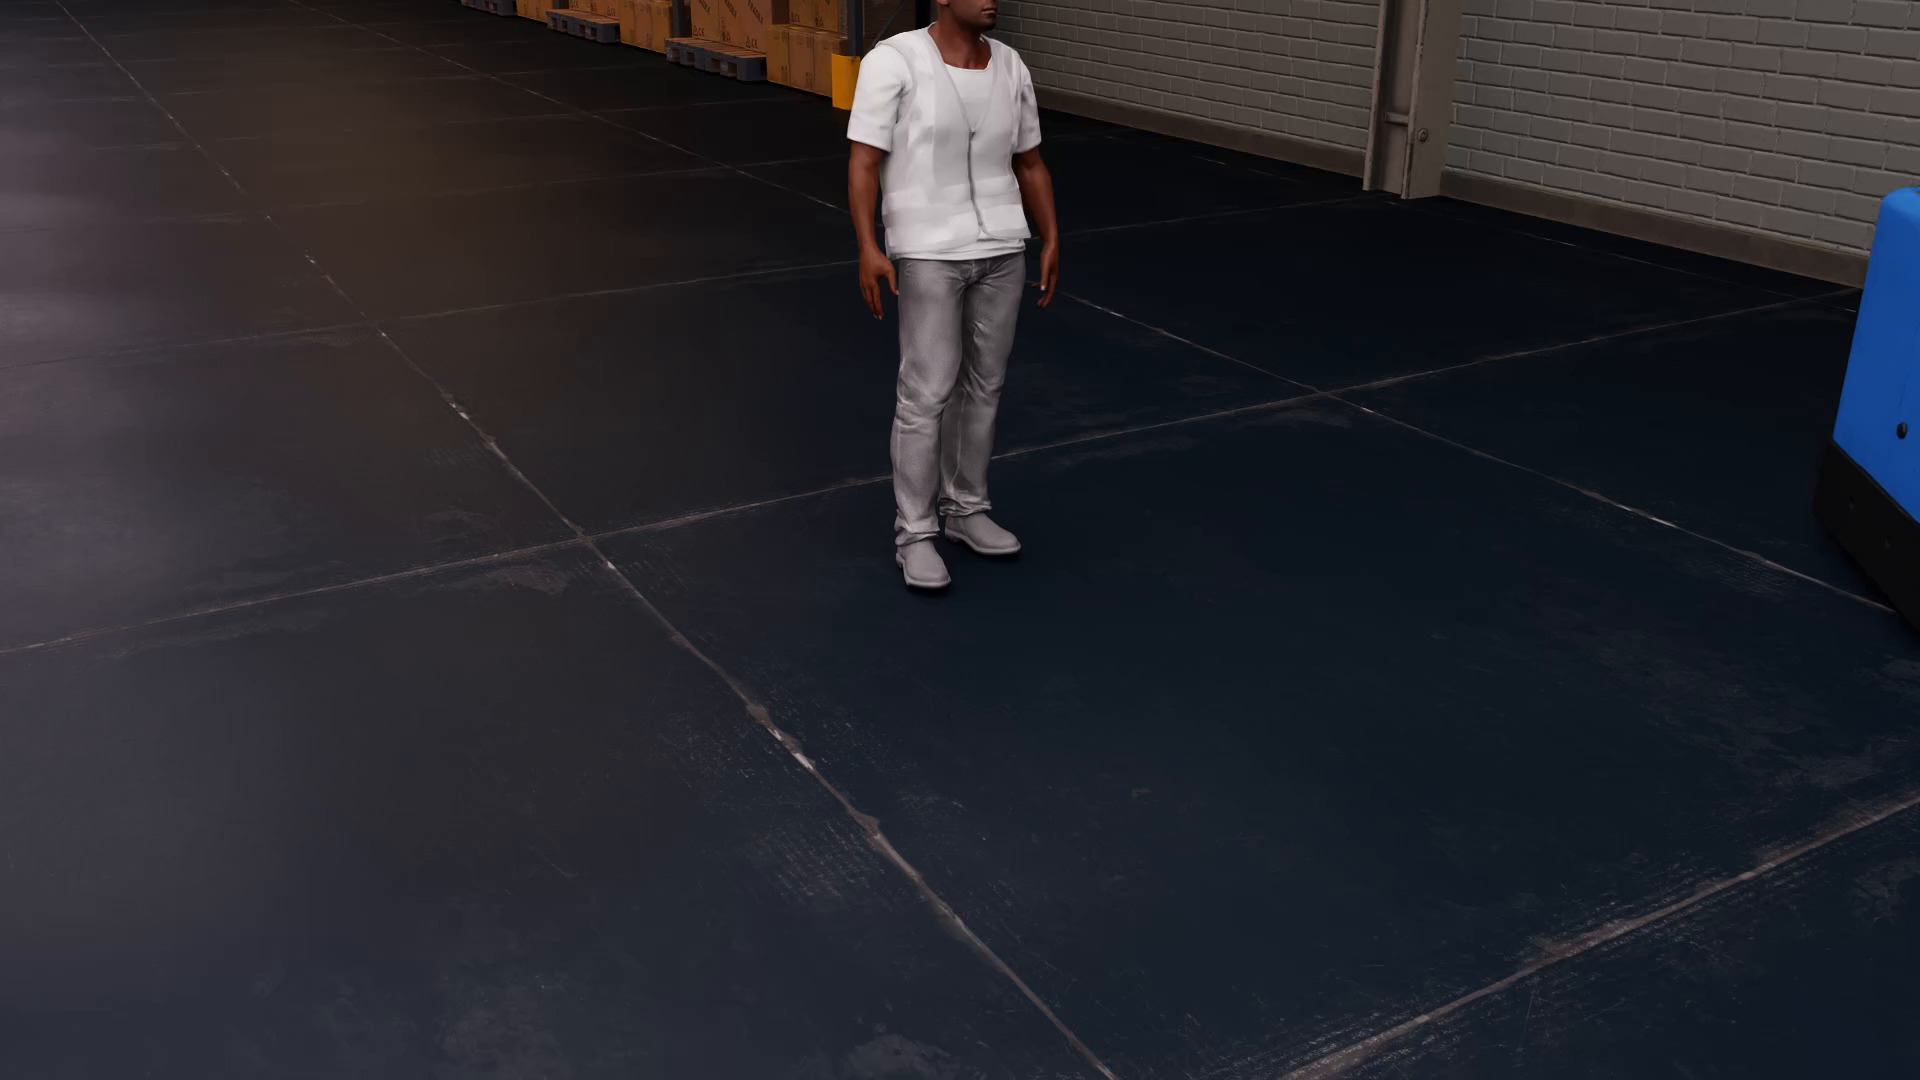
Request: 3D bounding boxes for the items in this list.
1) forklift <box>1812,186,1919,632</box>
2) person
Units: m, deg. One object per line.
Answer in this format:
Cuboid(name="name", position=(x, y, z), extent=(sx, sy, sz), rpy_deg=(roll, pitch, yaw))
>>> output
Cuboid(name="forklift", position=(4.075, -1.128, 4.023), extent=(3.031, 2.935, 1.130), rpy_deg=(3, 23, 8))
Cuboid(name="person", position=(0.030, -0.800, 4.738), extent=(0.665, 1.768, 0.575), rpy_deg=(-12, 25, -28))
